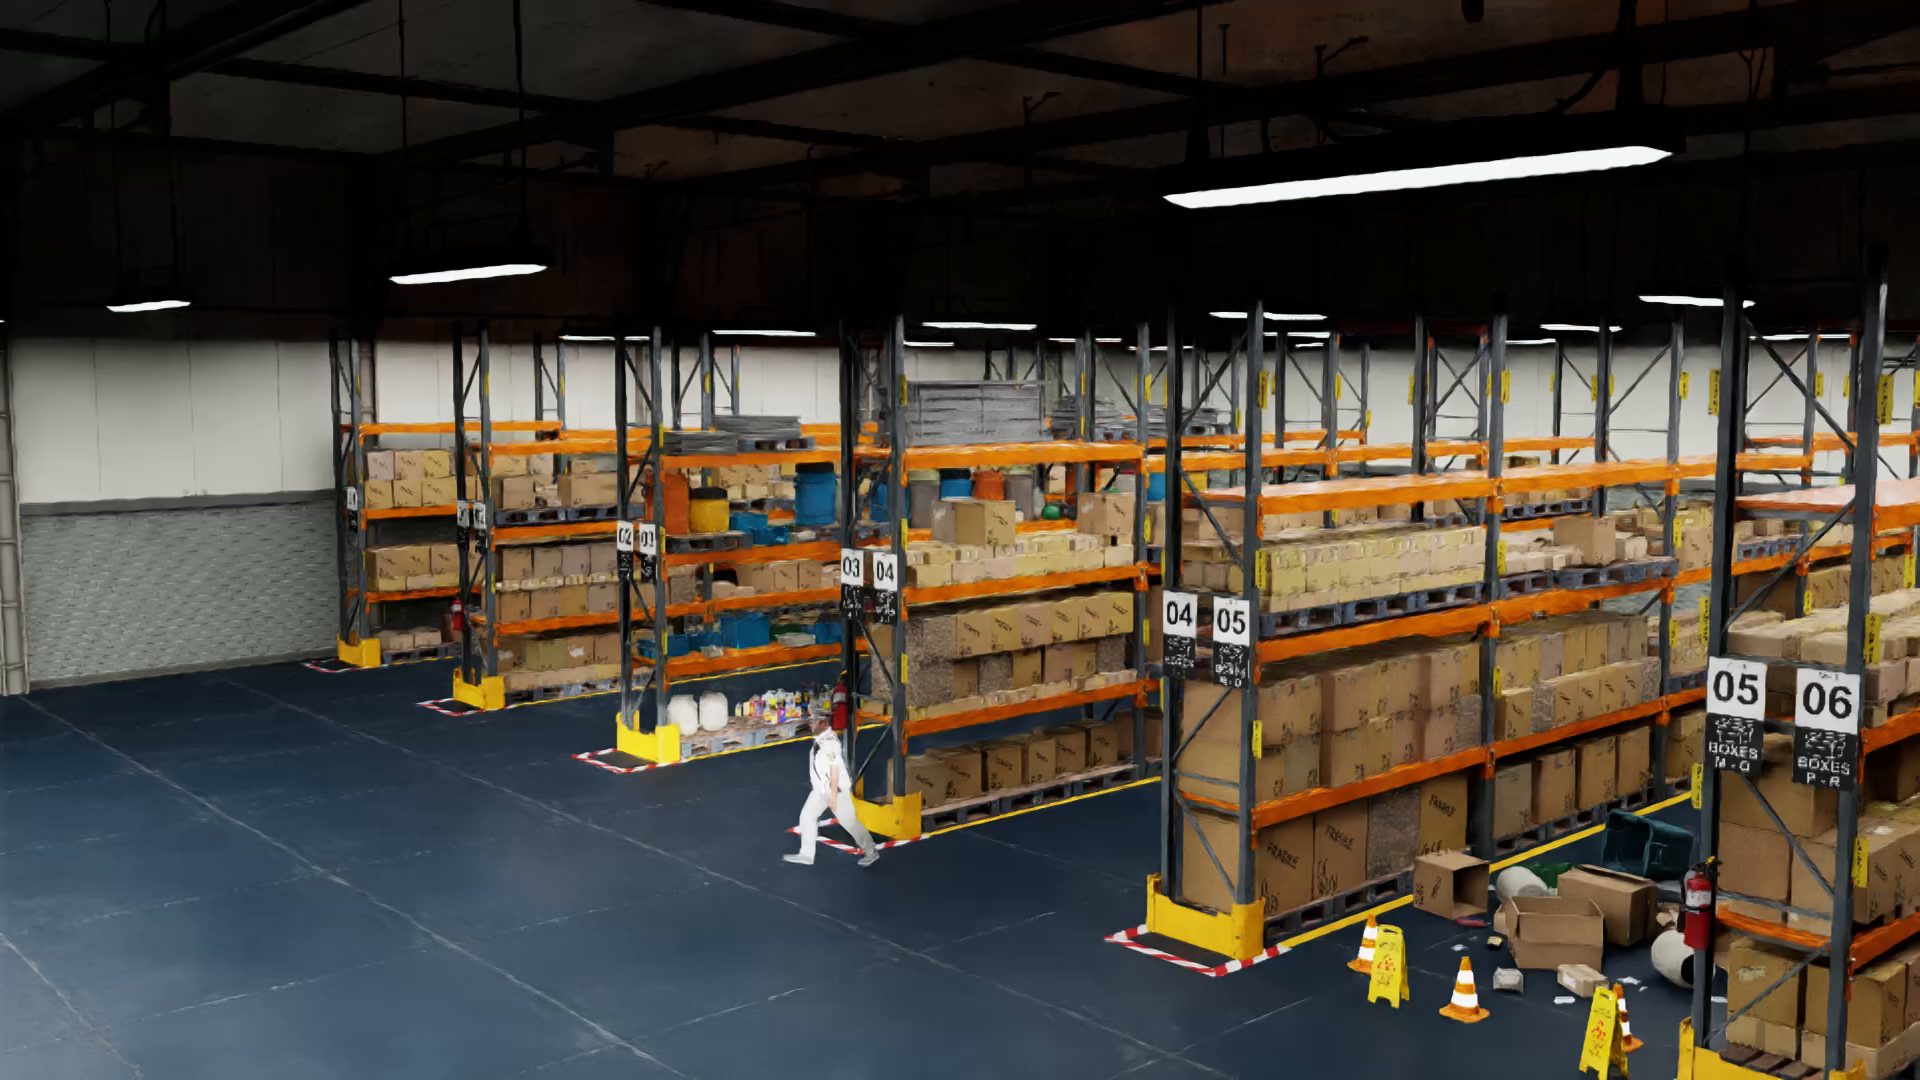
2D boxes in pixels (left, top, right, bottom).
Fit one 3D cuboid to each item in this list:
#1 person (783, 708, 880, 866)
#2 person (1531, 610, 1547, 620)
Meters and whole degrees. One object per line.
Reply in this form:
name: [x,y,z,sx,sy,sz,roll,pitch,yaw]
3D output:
person: [-1.347,2.598,17.496,0.982,1.691,0.580,-2,6,-20]
person: [8.951,1.827,25.675,0.592,1.630,0.531,6,8,45]
